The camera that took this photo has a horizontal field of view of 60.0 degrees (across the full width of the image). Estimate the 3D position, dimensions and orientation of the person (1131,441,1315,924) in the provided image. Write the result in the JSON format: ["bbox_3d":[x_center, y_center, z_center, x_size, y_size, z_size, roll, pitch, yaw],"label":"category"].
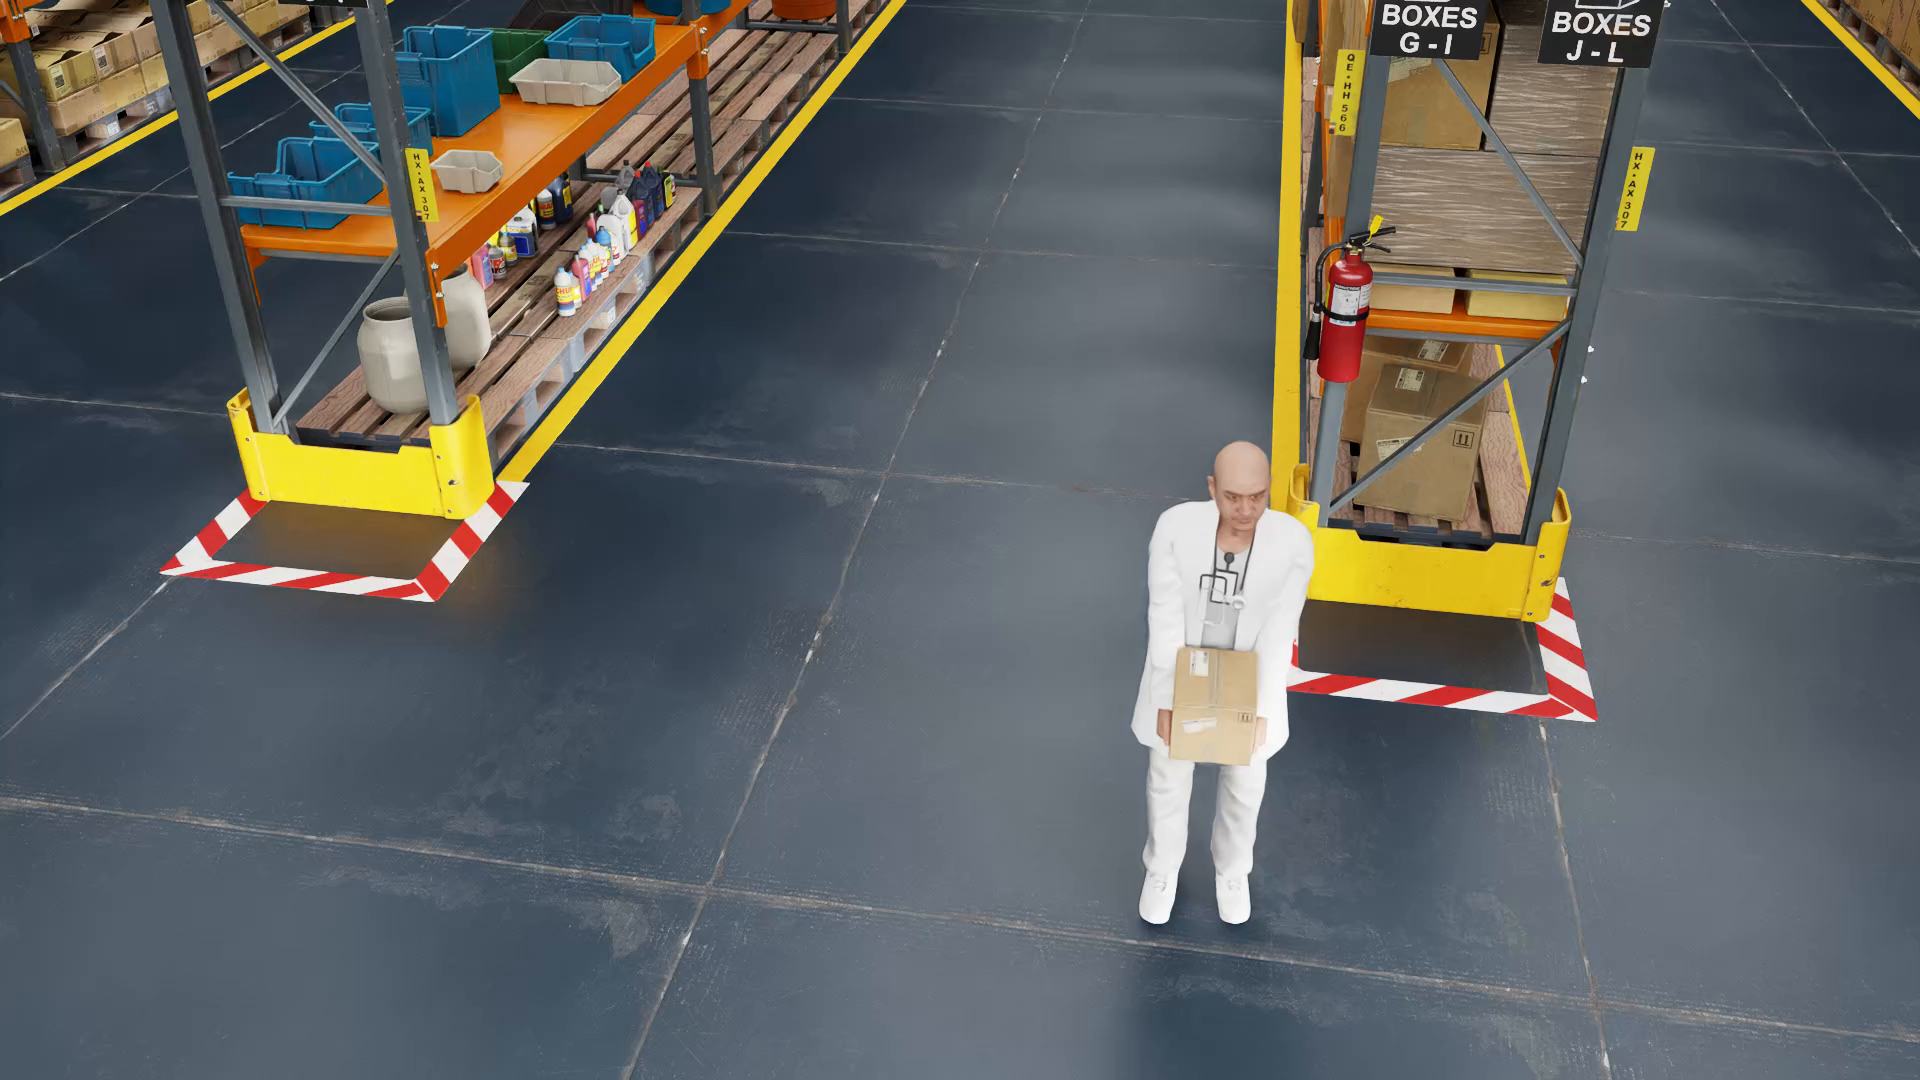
[{"bbox_3d":[0.818,0.507,5.344,0.526,1.778,0.566,5,32,7],"label":"person"}]
